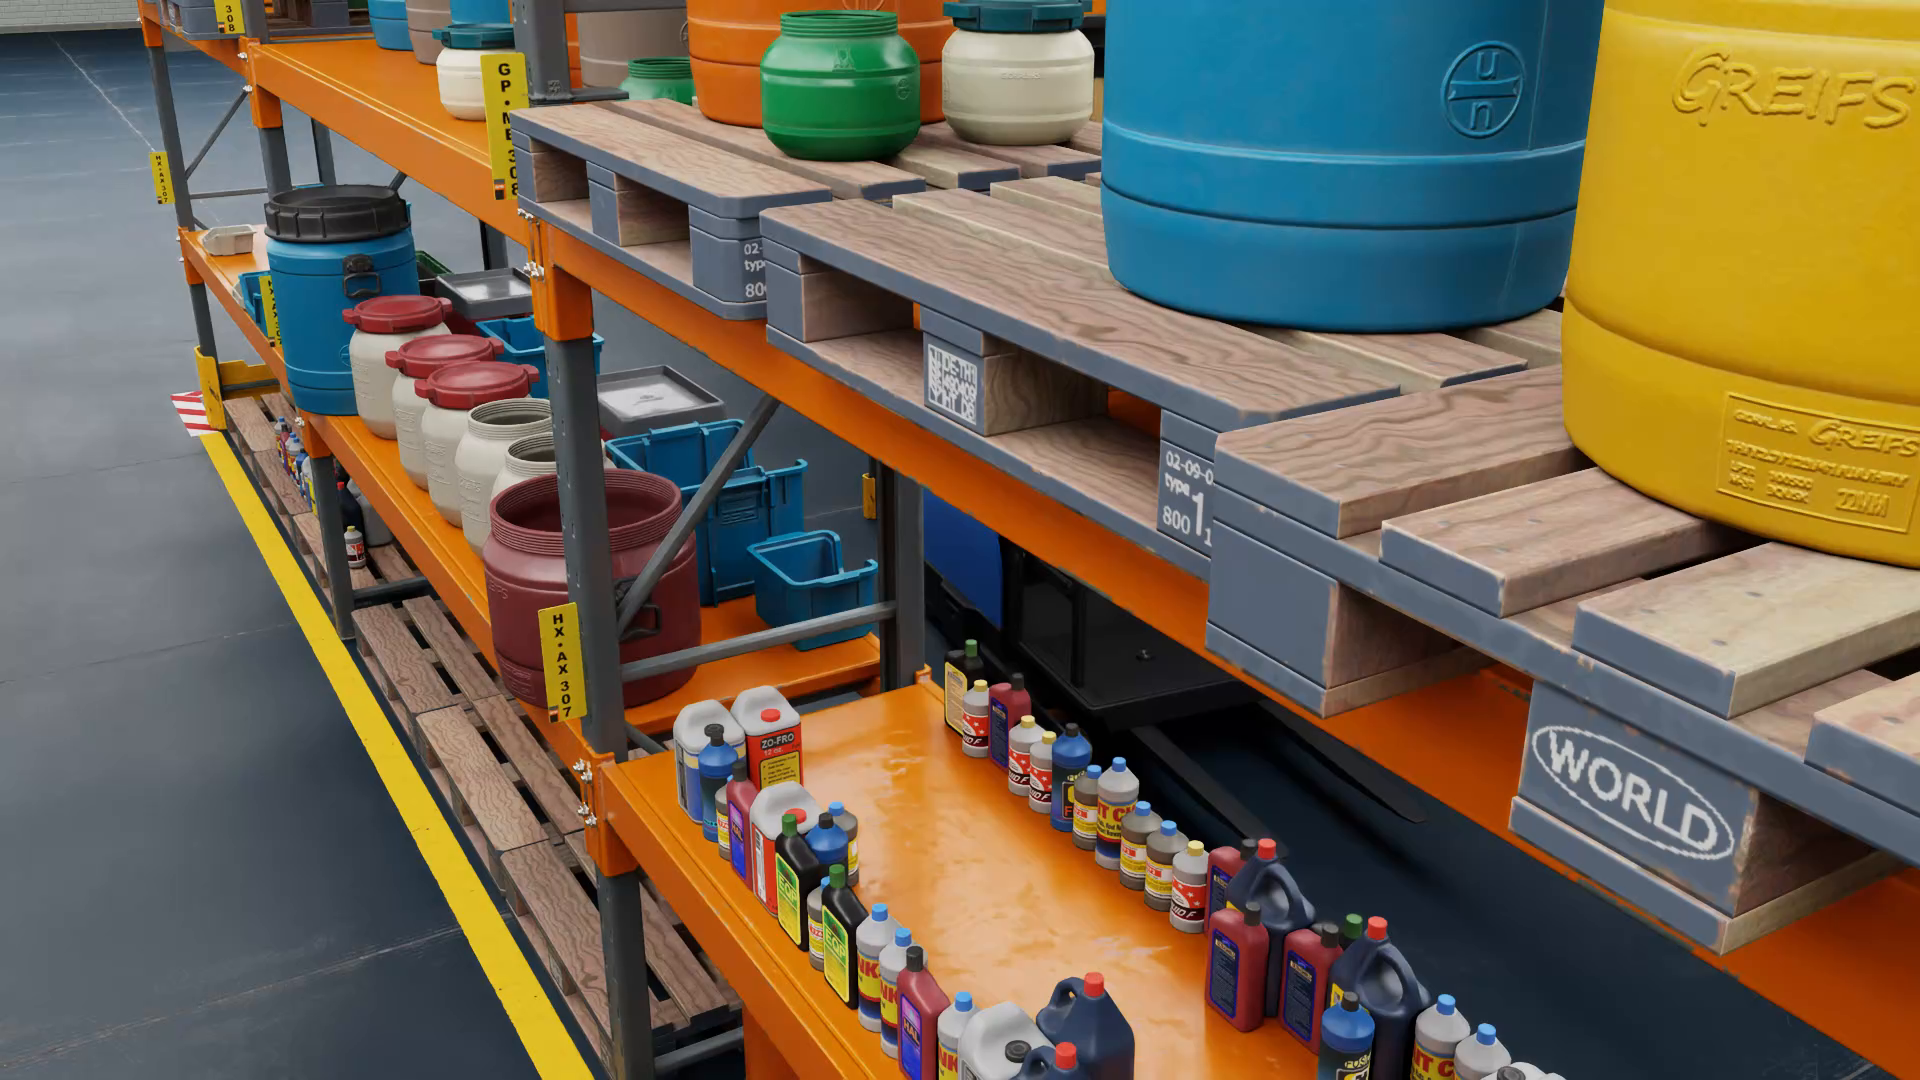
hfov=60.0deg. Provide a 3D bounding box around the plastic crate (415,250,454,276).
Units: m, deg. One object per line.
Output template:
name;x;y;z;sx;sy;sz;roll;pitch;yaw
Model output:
plastic crate;-3.056;-1.402;9.058;0.450;0.188;0.662;-13;25;-28

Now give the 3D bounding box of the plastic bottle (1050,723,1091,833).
plastic bottle;0.272;0.576;4.082;0.097;0.271;0.097;0;22;0

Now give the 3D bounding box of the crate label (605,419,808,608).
crate label;-0.837;-0.101;5.530;0.502;0.435;0.616;-13;25;-28

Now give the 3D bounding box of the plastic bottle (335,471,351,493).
plastic bottle;-3.280;-0.198;8.748;0.144;0.351;0.185;-14;26;-31

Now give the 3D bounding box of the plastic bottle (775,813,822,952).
plastic bottle;-0.353;0.747;3.645;0.061;0.283;0.133;-13;25;-28

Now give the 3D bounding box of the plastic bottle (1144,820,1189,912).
plastic bottle;0.471;0.734;3.785;0.097;0.201;0.097;0;22;0

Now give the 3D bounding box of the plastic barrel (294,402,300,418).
plastic barrel;-3.991;-0.982;10.491;0.421;0.512;0.421;0;22;0

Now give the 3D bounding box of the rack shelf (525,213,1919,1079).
rack shelf;0.459;-0.120;2.595;1.077;0.370;4.000;-13;25;-28

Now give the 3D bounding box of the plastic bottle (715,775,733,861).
plastic bottle;-0.534;0.657;3.974;0.097;0.201;0.097;0;22;0

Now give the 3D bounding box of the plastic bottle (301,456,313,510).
plastic bottle;-3.525;-0.321;9.151;0.152;0.276;0.135;-12;25;-27

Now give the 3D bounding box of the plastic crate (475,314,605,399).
plastic crate;-1.775;-0.701;7.075;0.392;0.384;0.575;-13;25;-28

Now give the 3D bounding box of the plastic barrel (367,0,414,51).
plastic barrel;-2.159;-2.505;6.842;0.600;0.901;0.708;-13;25;-28

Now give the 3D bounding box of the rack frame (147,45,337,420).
rack frame;-4.649;-2.301;10.989;1.000;3.000;0.127;-13;25;-28

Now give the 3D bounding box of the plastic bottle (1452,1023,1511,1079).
plastic bottle;0.945;1.002;3.032;0.097;0.271;0.097;0;22;0

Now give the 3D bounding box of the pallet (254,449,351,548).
pallet;-3.540;-0.335;9.856;1.003;0.211;1.213;-13;25;-28

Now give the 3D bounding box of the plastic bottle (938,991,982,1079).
plastic bottle;0.007;0.967;3.119;0.097;0.271;0.097;0;22;0

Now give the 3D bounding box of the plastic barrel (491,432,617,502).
plastic barrel;-1.271;-0.055;5.315;0.421;0.512;0.421;0;22;0

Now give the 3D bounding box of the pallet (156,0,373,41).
pallet;-3.058;-2.523;7.802;1.213;0.211;1.003;-13;25;-28

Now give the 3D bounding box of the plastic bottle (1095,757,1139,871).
plastic bottle;0.371;0.639;3.927;0.097;0.271;0.097;0;22;0

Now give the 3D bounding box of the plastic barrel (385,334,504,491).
plastic barrel;-1.931;-0.480;6.328;0.433;0.535;0.433;0;22;0

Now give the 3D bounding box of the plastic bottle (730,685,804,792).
plastic bottle;-0.488;0.519;4.215;0.152;0.276;0.135;-13;25;-28

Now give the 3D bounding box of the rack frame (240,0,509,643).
rack frame;-2.605;-1.006;7.803;1.000;3.000;0.127;-13;25;-28

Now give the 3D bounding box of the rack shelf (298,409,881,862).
rack shelf;-1.584;-0.025;6.346;1.077;0.370;4.000;-13;25;-28

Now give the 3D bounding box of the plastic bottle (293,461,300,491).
plastic bottle;-3.714;-0.386;9.410;0.097;0.201;0.097;0;22;0

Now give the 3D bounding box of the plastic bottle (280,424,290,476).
plastic bottle;-3.891;-0.523;9.637;0.061;0.283;0.133;-12;25;-27

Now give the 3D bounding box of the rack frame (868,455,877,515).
rack frame;-0.303;-0.887;9.502;0.500;1.500;0.032;-13;25;-28

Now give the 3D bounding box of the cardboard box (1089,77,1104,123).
cardboard box;1.163;-2.911;10.633;0.700;0.500;0.500;-13;25;-28

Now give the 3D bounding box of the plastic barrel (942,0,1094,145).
plastic barrel;0.111;-0.912;3.215;0.301;0.262;0.301;0;22;0

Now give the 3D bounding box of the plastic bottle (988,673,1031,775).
plastic bottle;0.129;0.466;4.335;0.061;0.283;0.133;-13;25;-28

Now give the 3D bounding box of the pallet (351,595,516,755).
pallet;-2.171;0.532;7.721;1.003;0.211;1.213;-13;25;-28

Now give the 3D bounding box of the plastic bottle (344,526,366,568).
plastic bottle;-3.059;0.029;8.389;0.097;0.201;0.097;0;22;0

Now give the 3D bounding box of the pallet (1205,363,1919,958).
pallet;0.997;0.047;1.481;1.213;0.211;1.003;-13;25;-28

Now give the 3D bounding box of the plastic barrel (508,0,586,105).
plastic barrel;-1.129;-1.819;5.249;0.600;0.830;0.708;-13;25;-28

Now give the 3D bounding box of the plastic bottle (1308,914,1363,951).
plastic bottle;0.758;0.865;3.355;0.061;0.283;0.133;-13;25;-28

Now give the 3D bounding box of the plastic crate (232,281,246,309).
plastic crate;-3.653;-1.361;9.026;0.530;0.136;0.437;-13;25;-28

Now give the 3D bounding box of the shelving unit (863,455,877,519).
shelving unit;-0.039;-0.719;9.090;0.587;1.500;1.083;-13;25;-28

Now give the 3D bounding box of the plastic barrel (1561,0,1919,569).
plastic barrel;0.840;-0.344;1.383;0.600;0.588;0.600;0;22;0

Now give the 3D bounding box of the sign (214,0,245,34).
sign;-3.084;-2.298;6.985;0.100;0.325;0.005;-13;25;-28

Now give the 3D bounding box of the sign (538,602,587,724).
sign;-1.032;0.321;4.321;0.100;0.325;0.005;-13;25;-28

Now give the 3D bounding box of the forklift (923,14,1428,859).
forklift;0.832;-0.588;6.867;1.130;2.935;3.031;-9;24;-22

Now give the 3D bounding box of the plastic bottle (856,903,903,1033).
plastic bottle;-0.161;0.861;3.380;0.097;0.271;0.097;0;22;0

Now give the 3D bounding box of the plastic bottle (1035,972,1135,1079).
plastic bottle;0.230;0.942;3.075;0.144;0.351;0.185;-13;25;-28

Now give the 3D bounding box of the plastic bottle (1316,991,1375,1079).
plastic bottle;0.722;0.967;3.119;0.097;0.271;0.097;0;22;0

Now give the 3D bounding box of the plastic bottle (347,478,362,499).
plastic bottle;-3.166;-0.200;8.853;0.152;0.276;0.135;-13;25;-28
